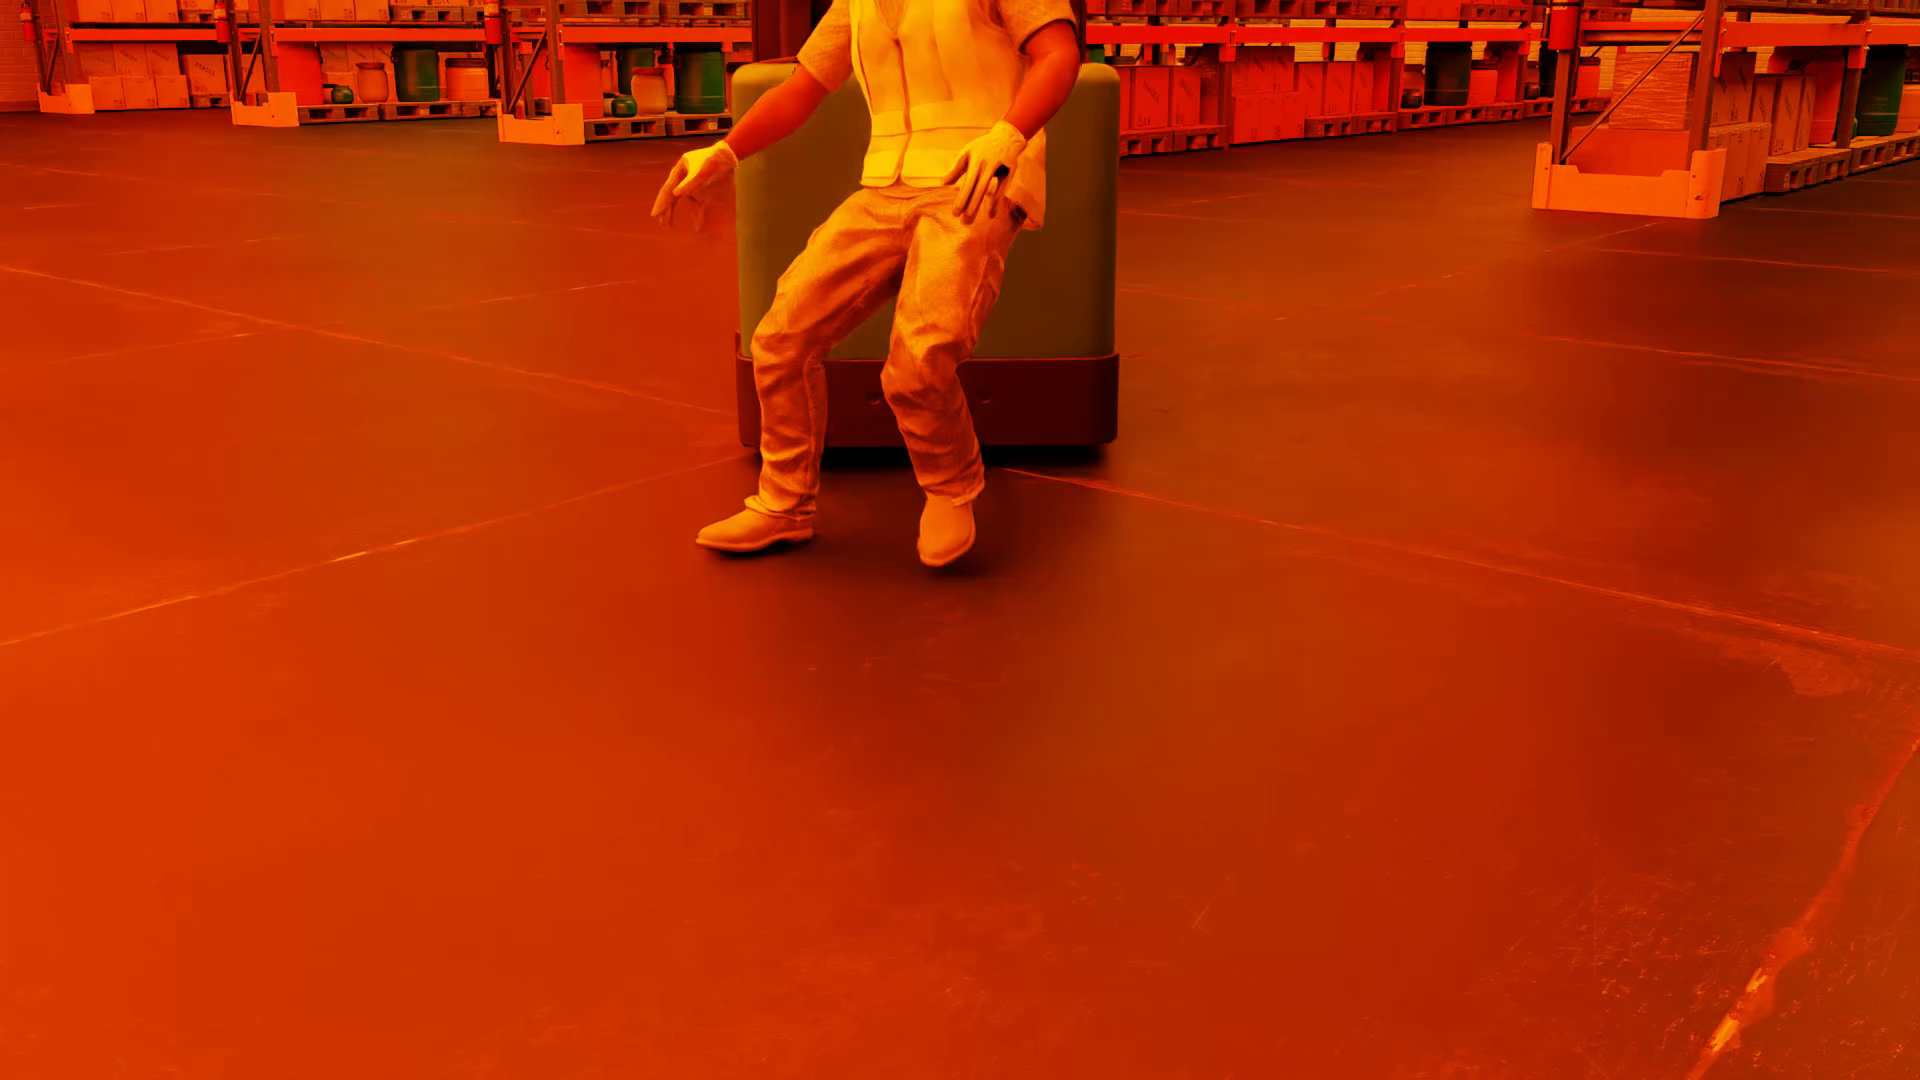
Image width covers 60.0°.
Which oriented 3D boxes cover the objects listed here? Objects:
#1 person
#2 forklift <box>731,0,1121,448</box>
[{"bbox_3d":[-0.164,-0.744,3.545,0.864,1.663,0.615,15,22,40],"label":"person"},{"bbox_3d":[-0.143,-2.027,5.573,1.130,2.935,3.031,-1,17,-2],"label":"forklift"}]
